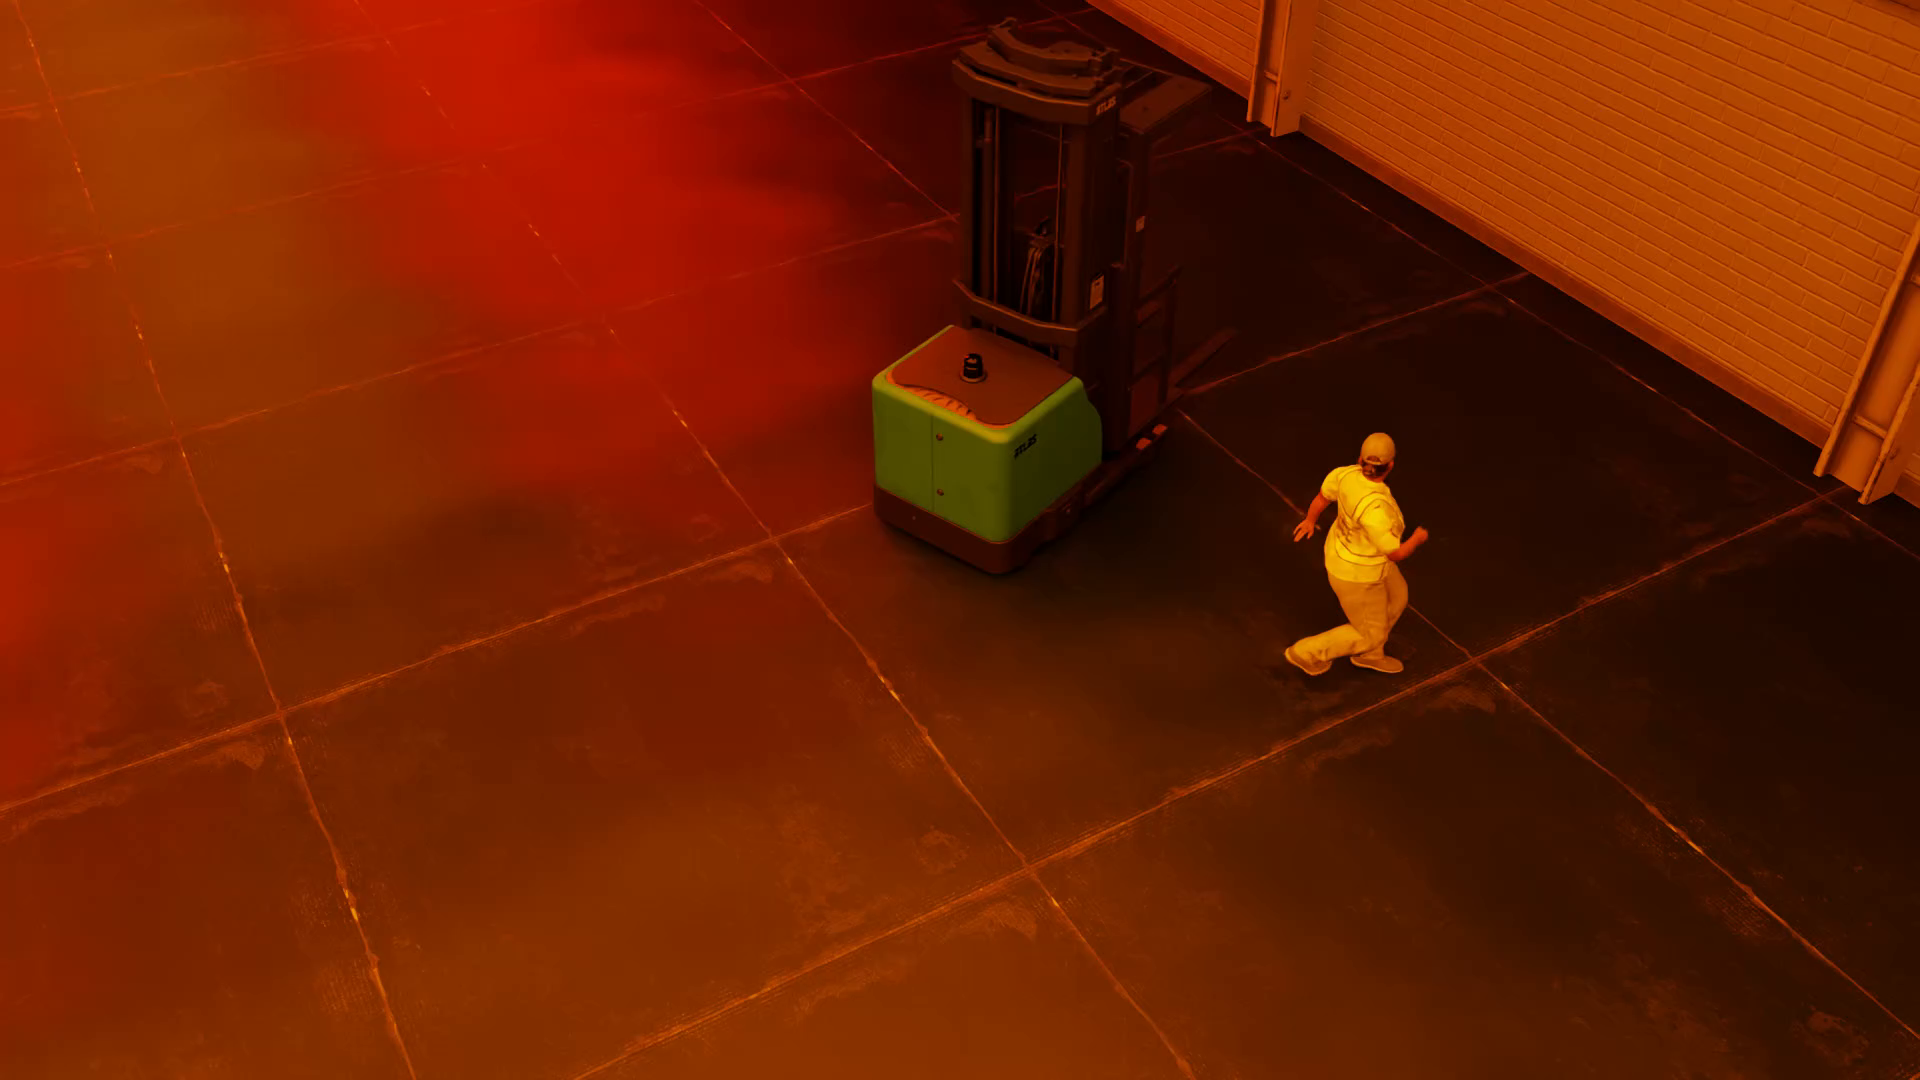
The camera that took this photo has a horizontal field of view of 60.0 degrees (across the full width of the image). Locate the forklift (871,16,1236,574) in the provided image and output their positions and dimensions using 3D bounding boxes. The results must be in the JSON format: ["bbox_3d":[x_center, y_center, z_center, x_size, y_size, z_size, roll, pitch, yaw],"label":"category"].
[{"bbox_3d":[0.763,-1.808,10.216,1.130,2.935,3.031,26,46,28],"label":"forklift"}]

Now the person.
[{"bbox_3d":[2.163,0.104,8.980,0.717,1.595,0.561,7,40,8],"label":"person"}]
